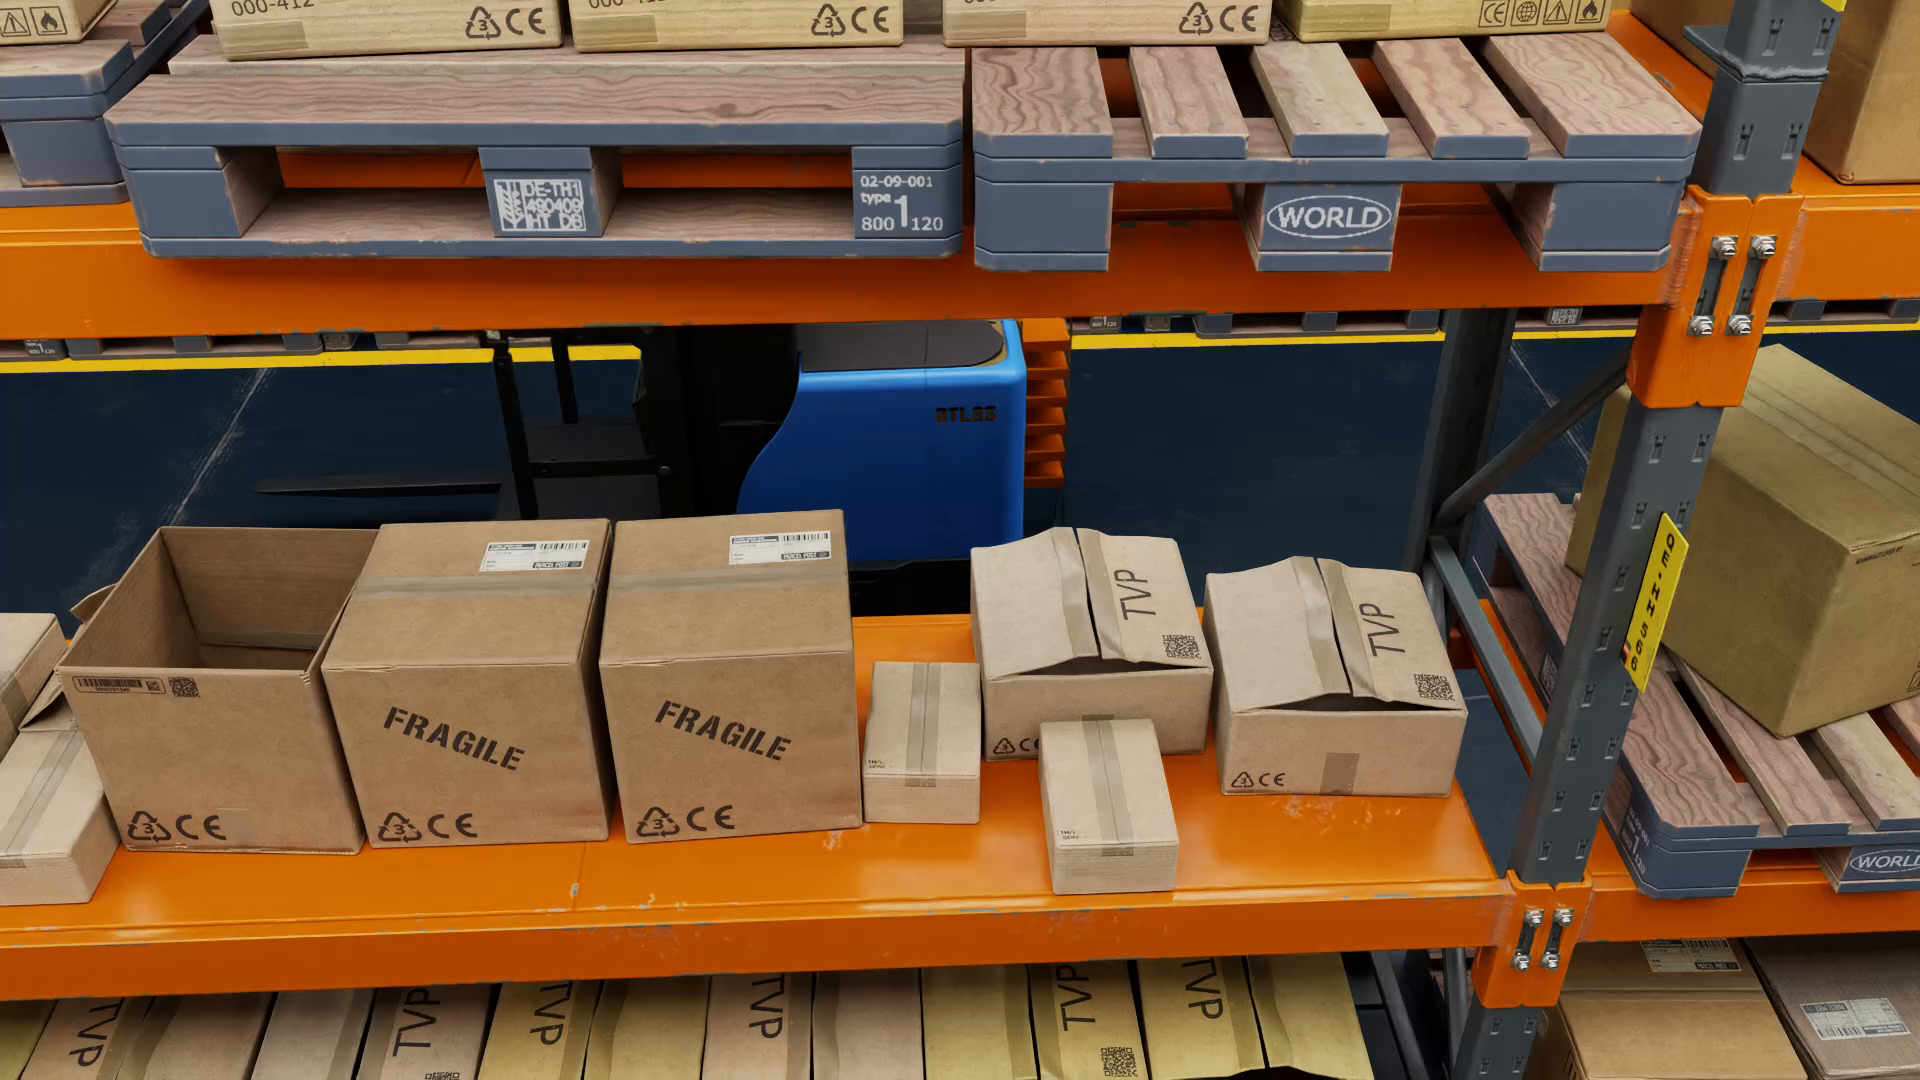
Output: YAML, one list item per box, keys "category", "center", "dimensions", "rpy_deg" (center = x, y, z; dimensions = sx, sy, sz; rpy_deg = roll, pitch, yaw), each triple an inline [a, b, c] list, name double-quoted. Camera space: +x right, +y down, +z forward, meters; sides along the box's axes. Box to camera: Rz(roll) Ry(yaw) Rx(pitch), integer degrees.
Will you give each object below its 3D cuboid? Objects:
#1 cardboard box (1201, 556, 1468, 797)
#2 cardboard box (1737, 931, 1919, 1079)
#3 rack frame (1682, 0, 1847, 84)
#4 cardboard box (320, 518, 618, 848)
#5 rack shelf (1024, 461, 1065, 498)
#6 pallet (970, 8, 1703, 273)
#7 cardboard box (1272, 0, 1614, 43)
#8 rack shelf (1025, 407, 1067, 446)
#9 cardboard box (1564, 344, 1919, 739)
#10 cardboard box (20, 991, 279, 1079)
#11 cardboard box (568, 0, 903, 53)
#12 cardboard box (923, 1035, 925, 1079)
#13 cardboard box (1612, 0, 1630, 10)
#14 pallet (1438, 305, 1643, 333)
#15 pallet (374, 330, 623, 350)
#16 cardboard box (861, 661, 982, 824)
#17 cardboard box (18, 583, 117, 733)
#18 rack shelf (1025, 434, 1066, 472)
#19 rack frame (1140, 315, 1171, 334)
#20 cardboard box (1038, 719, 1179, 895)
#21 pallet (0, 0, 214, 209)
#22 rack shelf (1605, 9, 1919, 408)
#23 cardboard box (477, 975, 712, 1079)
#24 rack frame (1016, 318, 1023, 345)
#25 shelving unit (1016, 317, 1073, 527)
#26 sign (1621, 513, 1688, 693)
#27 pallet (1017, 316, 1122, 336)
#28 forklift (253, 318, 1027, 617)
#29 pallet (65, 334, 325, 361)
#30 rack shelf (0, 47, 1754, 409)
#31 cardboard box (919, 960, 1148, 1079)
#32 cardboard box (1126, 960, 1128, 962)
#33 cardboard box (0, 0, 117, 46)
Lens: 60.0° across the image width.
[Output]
- category: "cardboard box"
  center: [0.827, 0.297, 3.764]
  dimensions: [0.500, 0.311, 0.500]
  rpy_deg: [1, 35, 1]
- category: "cardboard box"
  center: [2.183, 1.255, 4.111]
  dimensions: [0.500, 0.500, 0.500]
  rpy_deg: [-3, 35, -4]
- category: "rack frame"
  center: [1.193, -2.192, 2.010]
  dimensions: [0.127, 3.000, 1.000]
  rpy_deg: [-2, 35, -2]
- category: "cardboard box"
  center: [-1.009, 0.302, 3.589]
  dimensions: [0.500, 0.500, 0.500]
  rpy_deg: [-1, 35, -2]
- category: "rack shelf"
  center: [0.310, -0.272, 6.589]
  dimensions: [0.180, 0.103, 0.258]
  rpy_deg: [-2, 35, -3]
- category: "pallet"
  center: [0.519, -0.812, 2.817]
  dimensions: [1.003, 0.211, 1.213]
  rpy_deg: [0, 35, 0]
- category: "cardboard box"
  center: [0.742, -1.025, 2.723]
  dimensions: [0.500, 0.250, 0.500]
  rpy_deg: [-4, 35, -6]
- category: "rack shelf"
  center: [0.310, -0.470, 6.452]
  dimensions: [0.180, 0.103, 0.258]
  rpy_deg: [-2, 35, -3]
- category: "cardboard box"
  center: [1.816, -0.020, 3.686]
  dimensions: [0.500, 0.500, 0.700]
  rpy_deg: [-13, 37, -18]
- category: "cardboard box"
  center: [-1.878, 1.230, 3.891]
  dimensions: [0.500, 0.311, 0.500]
  rpy_deg: [-2, 35, -3]
- category: "cardboard box"
  center: [-0.353, -0.992, 2.674]
  dimensions: [0.500, 0.250, 0.500]
  rpy_deg: [-2, 35, -3]
- category: "cardboard box"
  center: [0.164, 1.402, 4.136]
  dimensions: [0.500, 0.250, 0.500]
  rpy_deg: [-2, 35, -3]
- category: "cardboard box"
  center: [2.991, -2.620, 7.533]
  dimensions: [0.500, 0.500, 0.500]
  rpy_deg: [-1, 35, -1]
- category: "pallet"
  center: [2.961, -1.404, 8.593]
  dimensions: [1.213, 0.211, 1.003]
  rpy_deg: [-2, 35, -2]
- category: "pallet"
  center: [-2.264, -1.308, 8.455]
  dimensions: [1.213, 0.211, 1.003]
  rpy_deg: [-2, 35, -2]
- category: "cardboard box"
  center: [-0.079, 0.445, 3.692]
  dimensions: [0.250, 0.149, 0.380]
  rpy_deg: [1, 35, 1]
- category: "cardboard box"
  center: [-1.933, 0.310, 3.784]
  dimensions: [0.258, 0.266, 0.396]
  rpy_deg: [-2, 35, -3]
- category: "rack shelf"
  center: [0.310, -0.371, 6.521]
  dimensions: [0.180, 0.103, 0.258]
  rpy_deg: [-2, 35, -3]
- category: "rack frame"
  center: [0.954, -2.541, 7.786]
  dimensions: [0.127, 3.000, 1.000]
  rpy_deg: [-2, 35, -2]
- category: "cardboard box"
  center: [0.307, 0.560, 3.526]
  dimensions: [0.250, 0.149, 0.380]
  rpy_deg: [-2, 35, -2]
- category: "pallet"
  center: [-1.923, -0.803, 2.807]
  dimensions: [1.217, 0.209, 0.805]
  rpy_deg: [-3, 35, -4]
- category: "rack shelf"
  center: [3.190, -0.717, 3.146]
  dimensions: [4.000, 0.370, 1.077]
  rpy_deg: [-2, 35, -2]
- category: "cardboard box"
  center: [-0.843, 1.198, 3.937]
  dimensions: [0.500, 0.311, 0.500]
  rpy_deg: [-1, 35, -1]
- category: "rack frame"
  center: [0.219, -0.502, 6.422]
  dimensions: [0.006, 1.200, 0.240]
  rpy_deg: [-2, 35, -3]
- category: "shelving unit"
  center: [0.310, -0.506, 6.427]
  dimensions: [0.189, 1.200, 0.258]
  rpy_deg: [-2, 35, -3]
- category: "sign"
  center: [1.222, 0.114, 2.932]
  dimensions: [0.005, 0.325, 0.100]
  rpy_deg: [-2, 35, -2]
- category: "pallet"
  center: [0.174, -1.374, 8.550]
  dimensions: [1.213, 0.211, 1.003]
  rpy_deg: [-2, 35, -2]
- category: "forklift"
  center: [-1.295, -1.125, 5.799]
  dimensions: [3.031, 2.935, 1.130]
  rpy_deg: [-2, 35, -3]
- category: "pallet"
  center: [-3.710, -1.248, 8.368]
  dimensions: [1.213, 0.211, 1.003]
  rpy_deg: [-2, 35, -2]
- category: "rack shelf"
  center: [-0.805, -0.609, 2.990]
  dimensions: [4.000, 0.370, 1.077]
  rpy_deg: [-2, 35, -2]
- category: "cardboard box"
  center: [0.162, 1.174, 3.972]
  dimensions: [0.500, 0.311, 0.500]
  rpy_deg: [-2, 35, -3]
- category: "cardboard box"
  center: [0.655, 0.849, 4.441]
  dimensions: [0.500, 0.311, 0.500]
  rpy_deg: [0, 35, -1]
- category: "cardboard box"
  center: [-1.639, -0.989, 2.670]
  dimensions: [0.500, 0.250, 0.500]
  rpy_deg: [-5, 35, -7]
